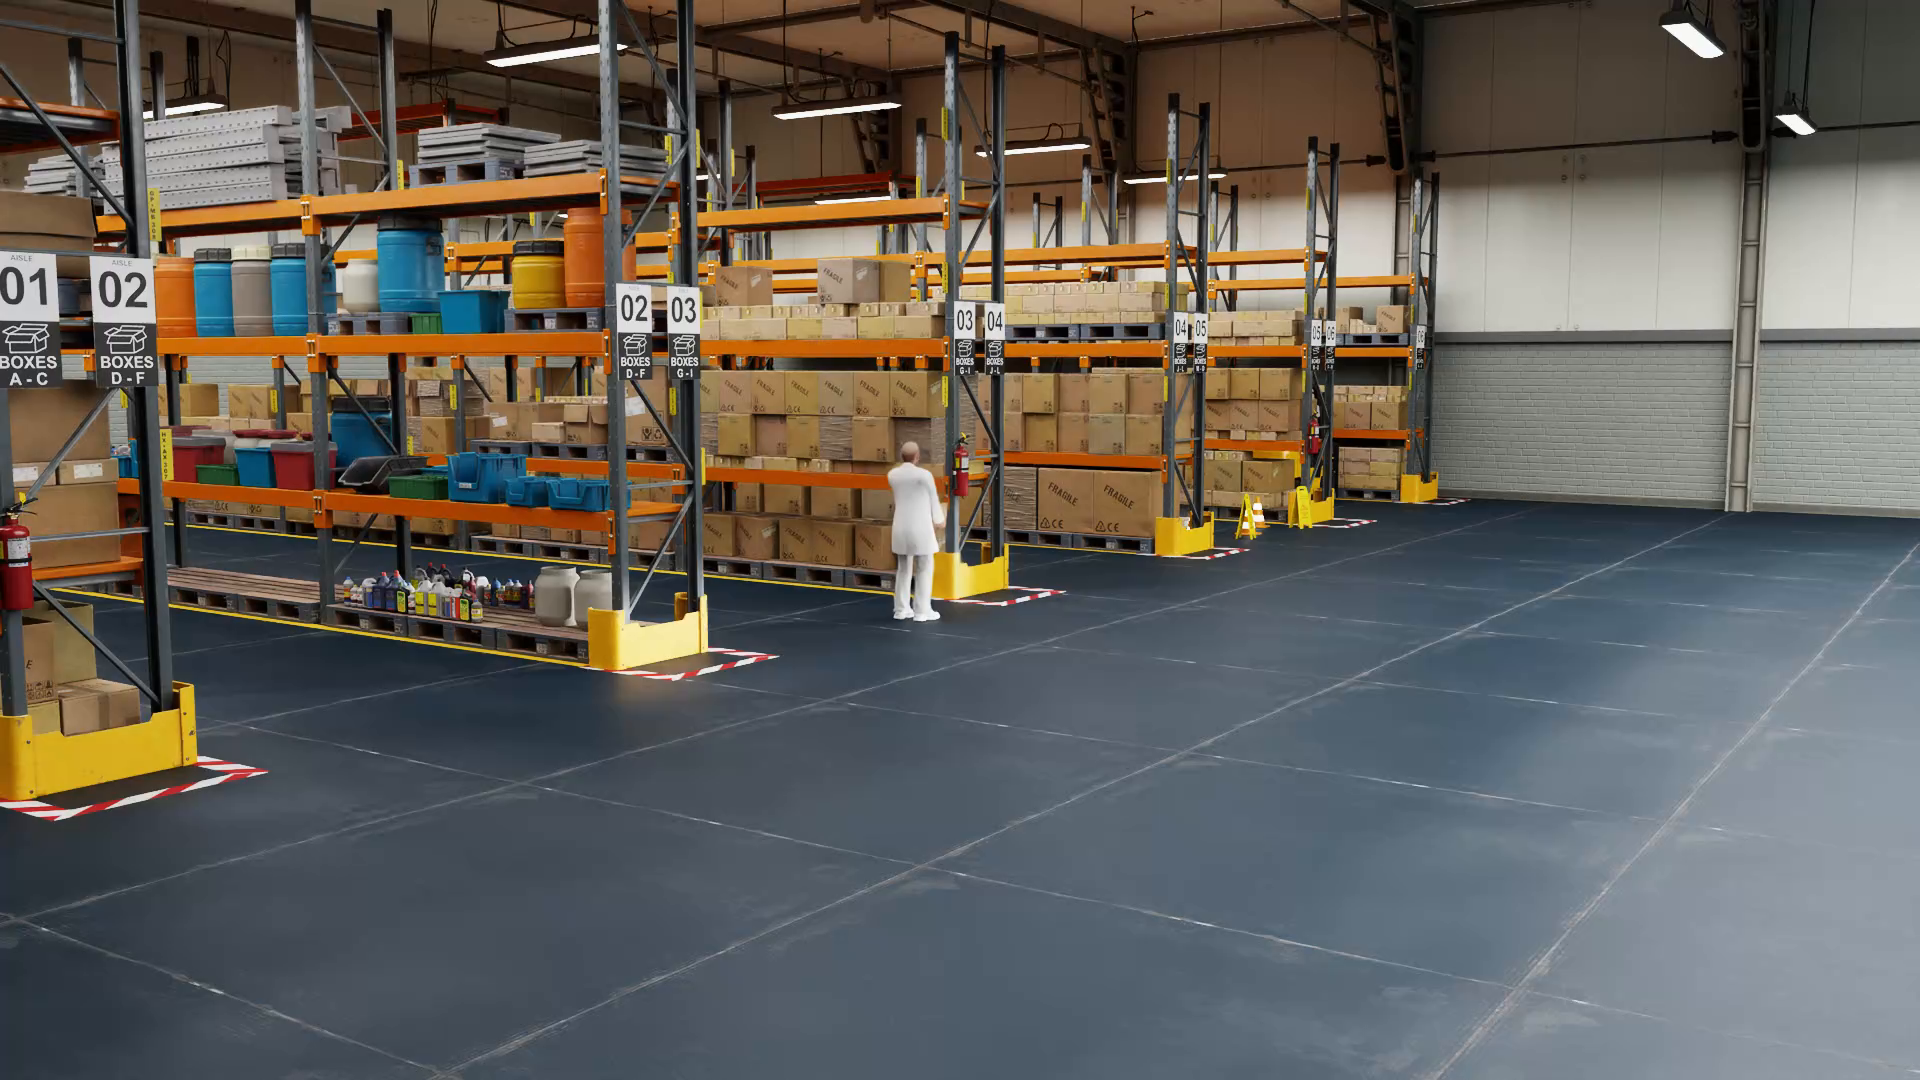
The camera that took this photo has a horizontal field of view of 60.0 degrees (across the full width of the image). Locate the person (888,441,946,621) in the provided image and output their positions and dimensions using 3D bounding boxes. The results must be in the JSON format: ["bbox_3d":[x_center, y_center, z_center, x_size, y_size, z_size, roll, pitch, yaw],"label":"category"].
[{"bbox_3d":[-0.411,-0.099,16.590,0.527,1.780,0.552,4,7,33],"label":"person"}]
